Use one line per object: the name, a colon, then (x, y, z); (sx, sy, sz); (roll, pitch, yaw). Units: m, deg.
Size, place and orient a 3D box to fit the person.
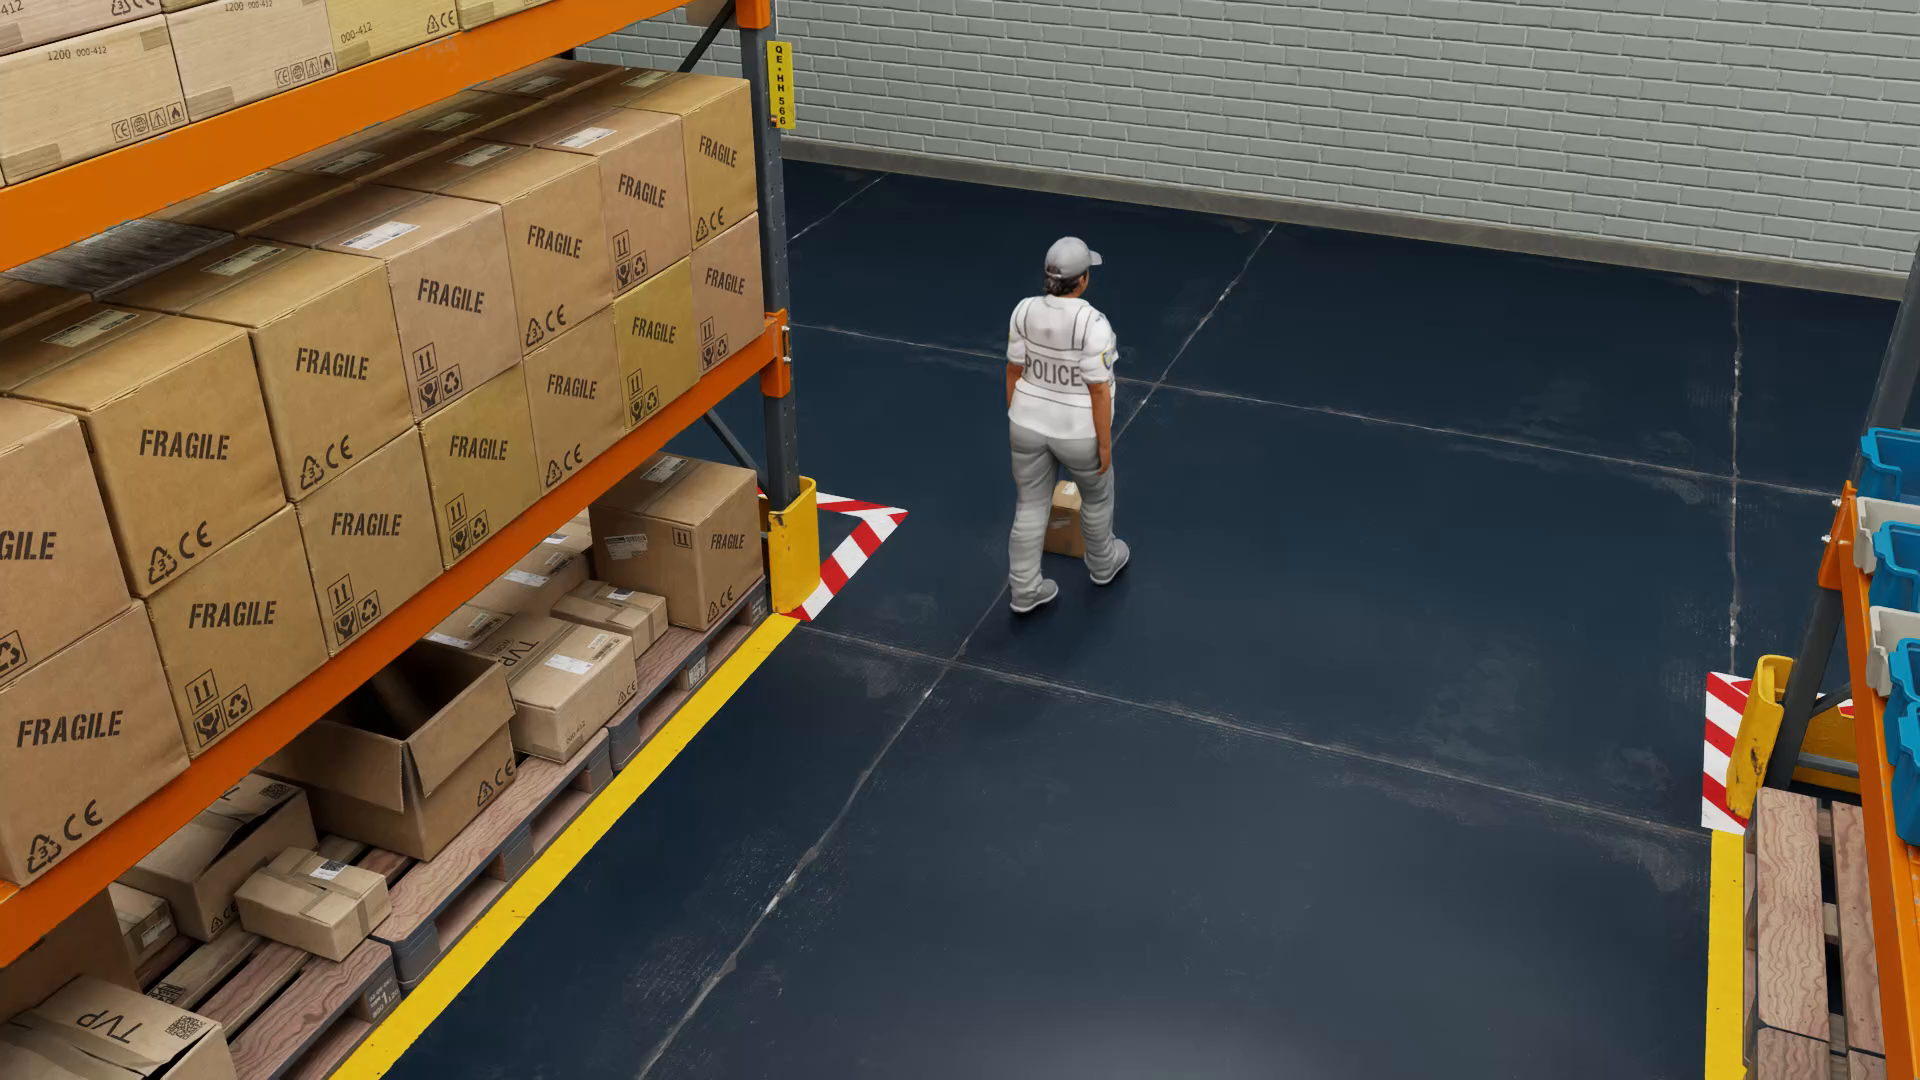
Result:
person: (0.473, -0.517, 7.023); (0.487, 1.651, 0.697); (14, 33, 24)
